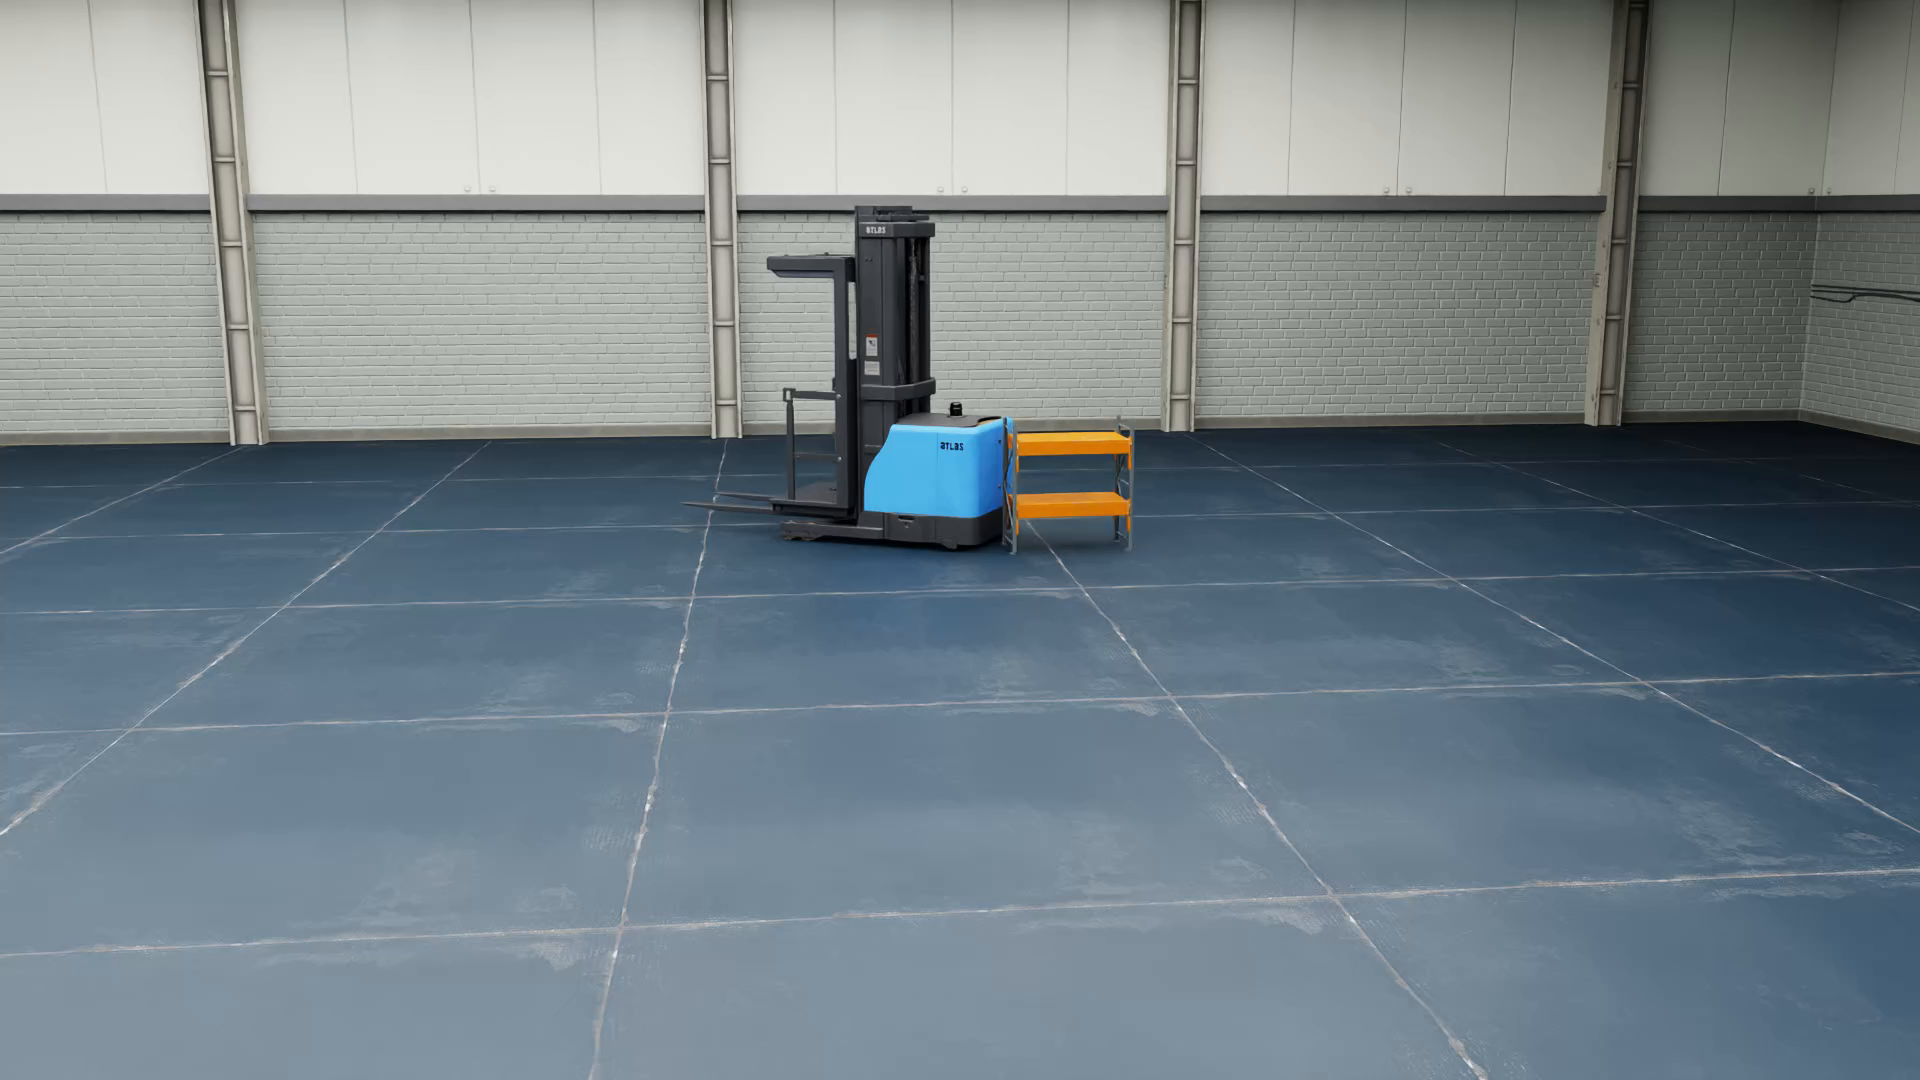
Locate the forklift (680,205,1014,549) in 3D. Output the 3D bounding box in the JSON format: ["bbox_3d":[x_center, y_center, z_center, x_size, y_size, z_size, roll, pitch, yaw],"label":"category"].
[{"bbox_3d":[-1.074,-1.516,14.980,3.031,2.935,1.130,4,12,21],"label":"forklift"}]

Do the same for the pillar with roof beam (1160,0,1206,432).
[{"bbox_3d":[3.388,-5.067,17.313,0.400,9.000,9.100,-1,11,-6],"label":"pillar with roof beam"}]

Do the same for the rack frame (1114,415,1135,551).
[{"bbox_3d":[1.433,-0.503,14.511,0.032,1.125,0.500,-2,11,-9],"label":"rack frame"}]

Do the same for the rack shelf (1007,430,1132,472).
[{"bbox_3d":[0.931,-0.775,14.375,1.000,0.278,0.538,-2,11,-9],"label":"rack shelf"}]

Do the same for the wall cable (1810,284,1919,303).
[{"bbox_3d":[11.960,-4.301,21.470,0.112,2.526,3.097,-1,11,-6],"label":"wall cable"}]

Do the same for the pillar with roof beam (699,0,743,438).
[{"bbox_3d":[-2.577,-4.942,16.677,0.400,9.000,9.100,-1,11,-6],"label":"pillar with roof beam"}]

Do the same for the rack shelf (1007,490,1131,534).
[{"bbox_3d":[0.931,-0.248,14.479,1.000,0.278,0.538,-2,11,-9],"label":"rack shelf"}]

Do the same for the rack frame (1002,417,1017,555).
[{"bbox_3d":[0.429,-0.472,14.351,0.032,1.125,0.500,-2,11,-9],"label":"rack frame"}]

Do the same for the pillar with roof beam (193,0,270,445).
[{"bbox_3d":[-8.542,-4.817,16.041,0.400,9.000,9.100,-1,11,-6],"label":"pillar with roof beam"}]

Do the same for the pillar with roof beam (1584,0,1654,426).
[{"bbox_3d":[9.353,-5.192,17.949,0.400,9.000,9.100,-1,11,-6],"label":"pillar with roof beam"}]

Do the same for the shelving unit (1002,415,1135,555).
[{"bbox_3d":[0.931,-0.487,14.431,1.048,1.125,0.538,-2,11,-9],"label":"shelving unit"}]
